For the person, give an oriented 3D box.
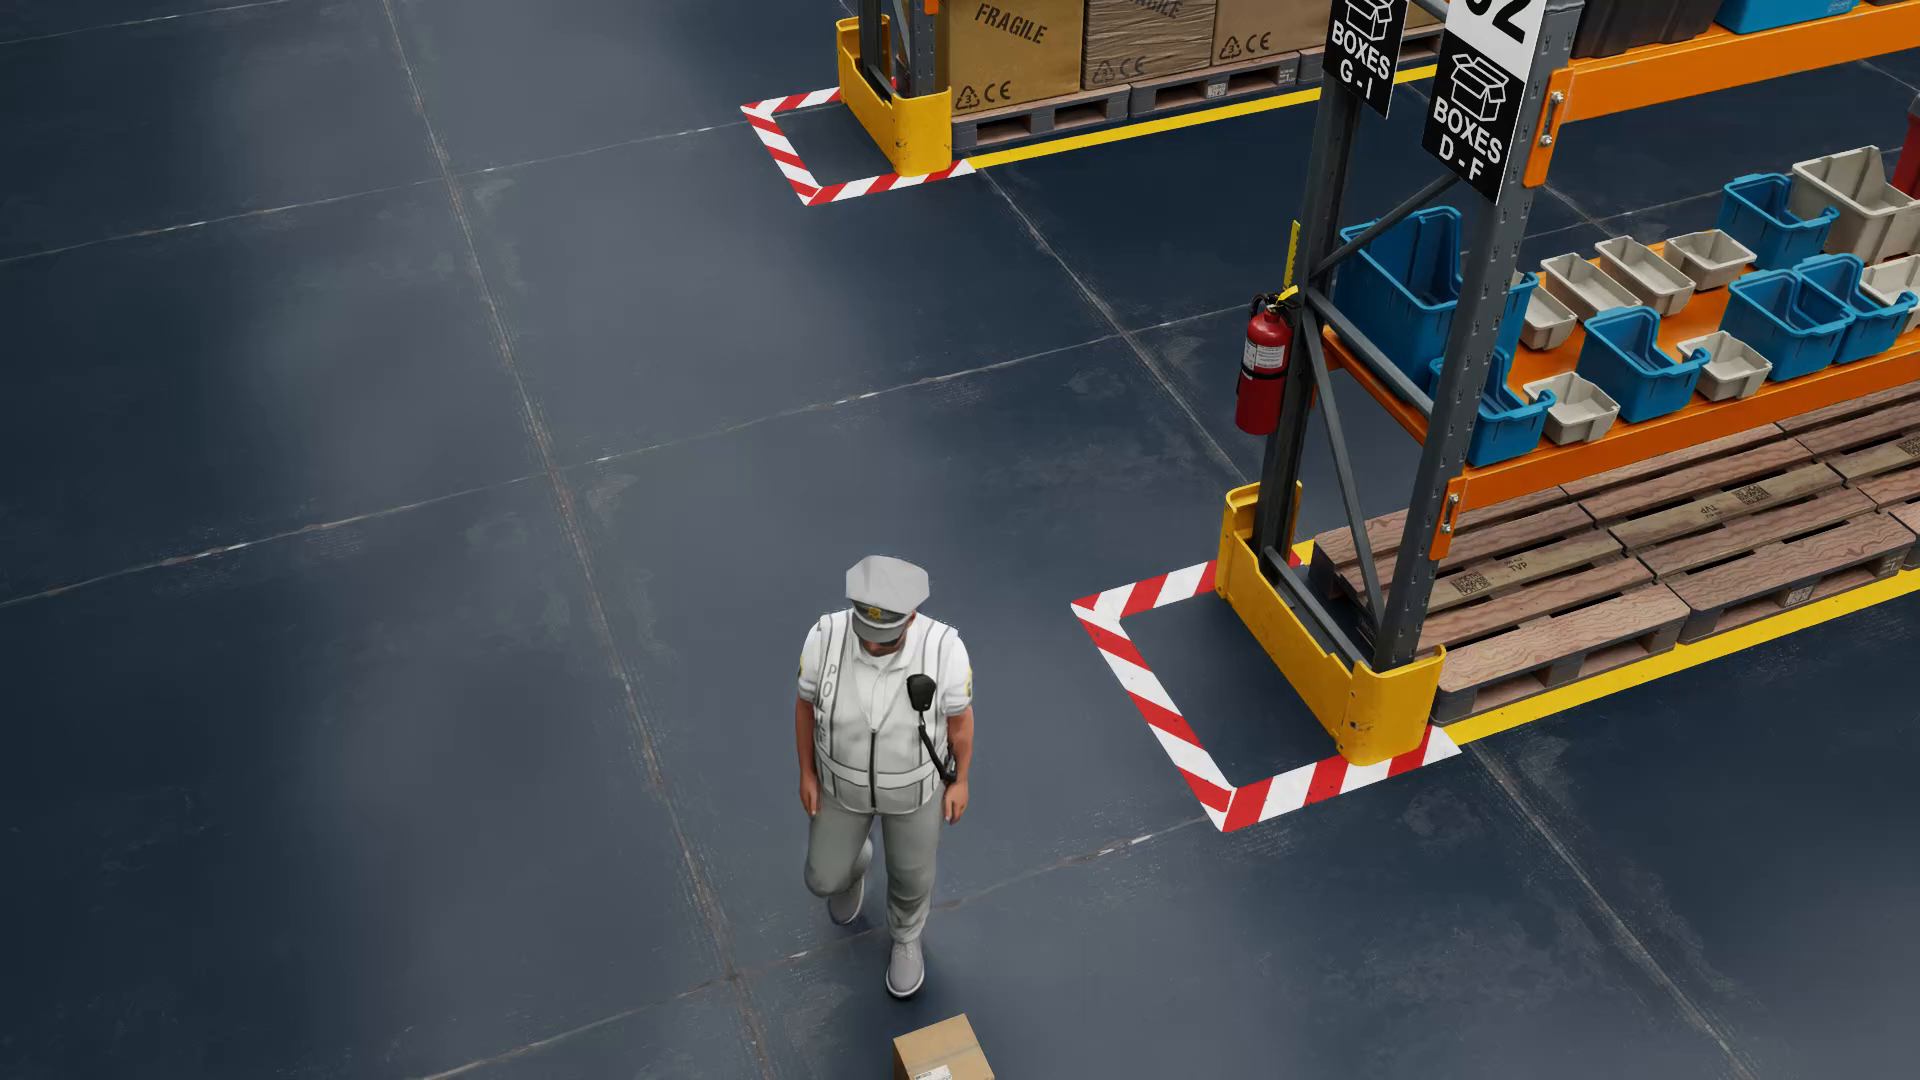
[{"bbox_3d":[-0.239,0.752,5.301,0.557,1.760,0.520,4,42,4],"label":"person"}]
